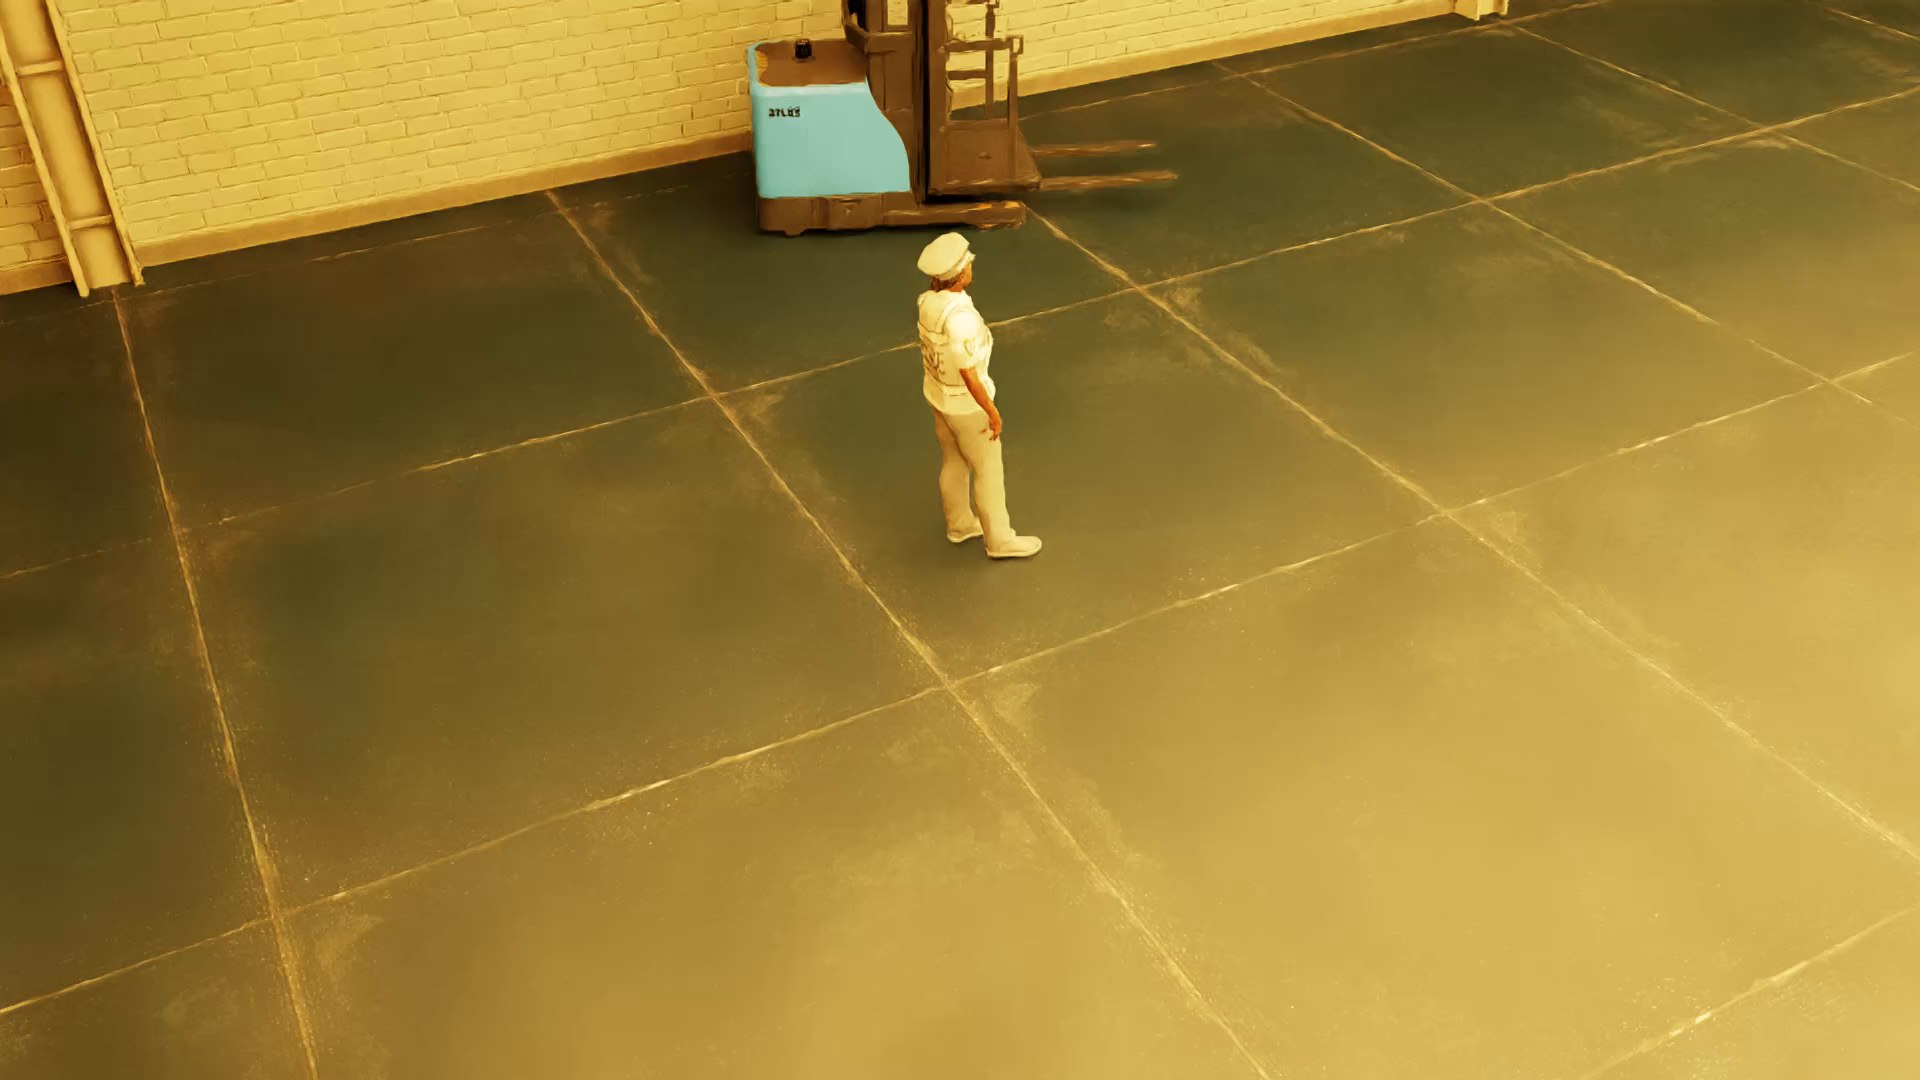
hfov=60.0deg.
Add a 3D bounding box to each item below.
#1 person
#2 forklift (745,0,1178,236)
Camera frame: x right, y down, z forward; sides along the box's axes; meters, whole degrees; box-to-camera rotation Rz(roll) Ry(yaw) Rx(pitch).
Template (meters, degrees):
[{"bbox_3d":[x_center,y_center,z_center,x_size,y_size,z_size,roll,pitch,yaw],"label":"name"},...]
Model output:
[{"bbox_3d":[0.075,-0.709,8.183,0.529,1.695,0.570,-17,39,-23],"label":"person"},{"bbox_3d":[0.026,-3.705,11.364,3.031,2.935,1.130,-5,36,-7],"label":"forklift"}]
